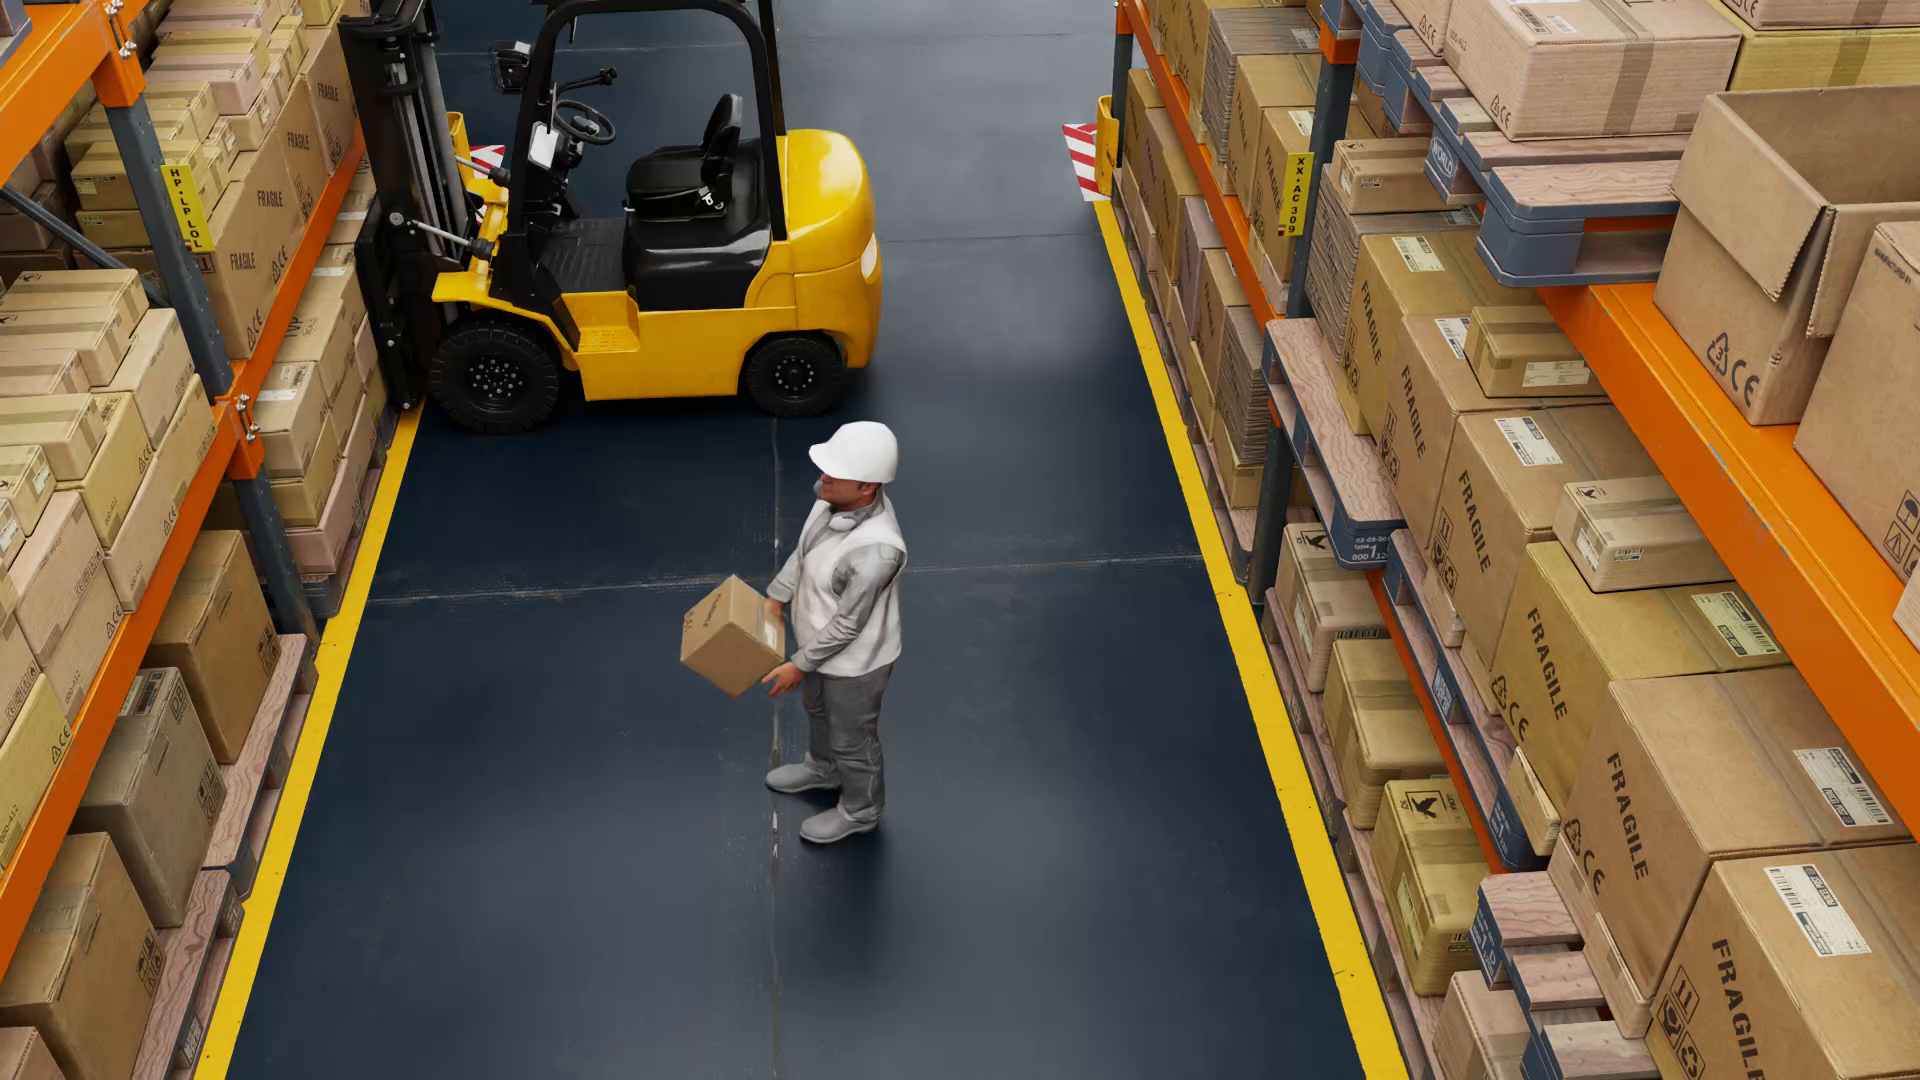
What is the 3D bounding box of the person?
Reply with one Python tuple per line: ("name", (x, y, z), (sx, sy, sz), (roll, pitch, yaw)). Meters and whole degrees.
("person", (-0.455, 0.342, 5.704), (0.521, 1.777, 0.557), (-12, 40, -14))
